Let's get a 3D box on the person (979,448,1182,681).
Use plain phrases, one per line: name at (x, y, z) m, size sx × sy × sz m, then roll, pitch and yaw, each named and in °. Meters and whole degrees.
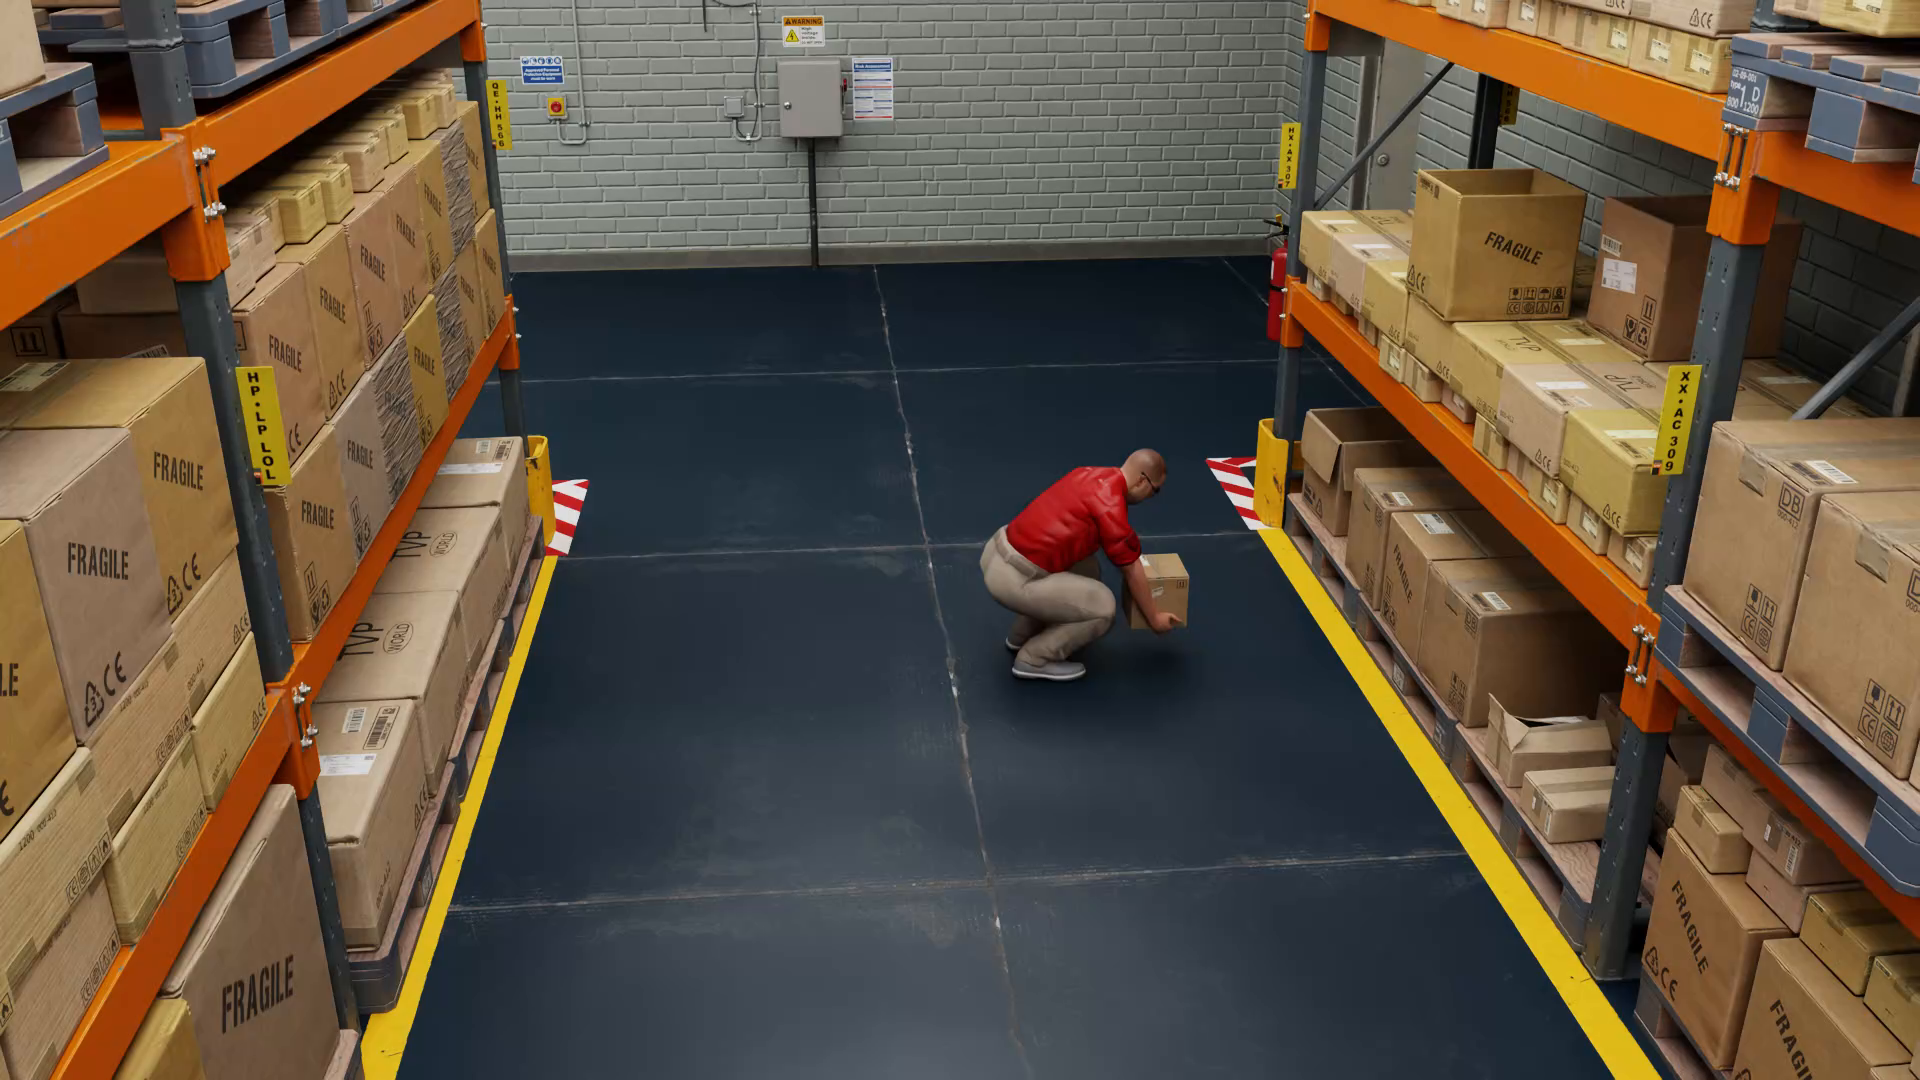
person at (0.531, 0.091, 7.357) m, size 0.886 × 0.988 × 0.535 m, roll -3°, pitch 24°, yaw -6°
